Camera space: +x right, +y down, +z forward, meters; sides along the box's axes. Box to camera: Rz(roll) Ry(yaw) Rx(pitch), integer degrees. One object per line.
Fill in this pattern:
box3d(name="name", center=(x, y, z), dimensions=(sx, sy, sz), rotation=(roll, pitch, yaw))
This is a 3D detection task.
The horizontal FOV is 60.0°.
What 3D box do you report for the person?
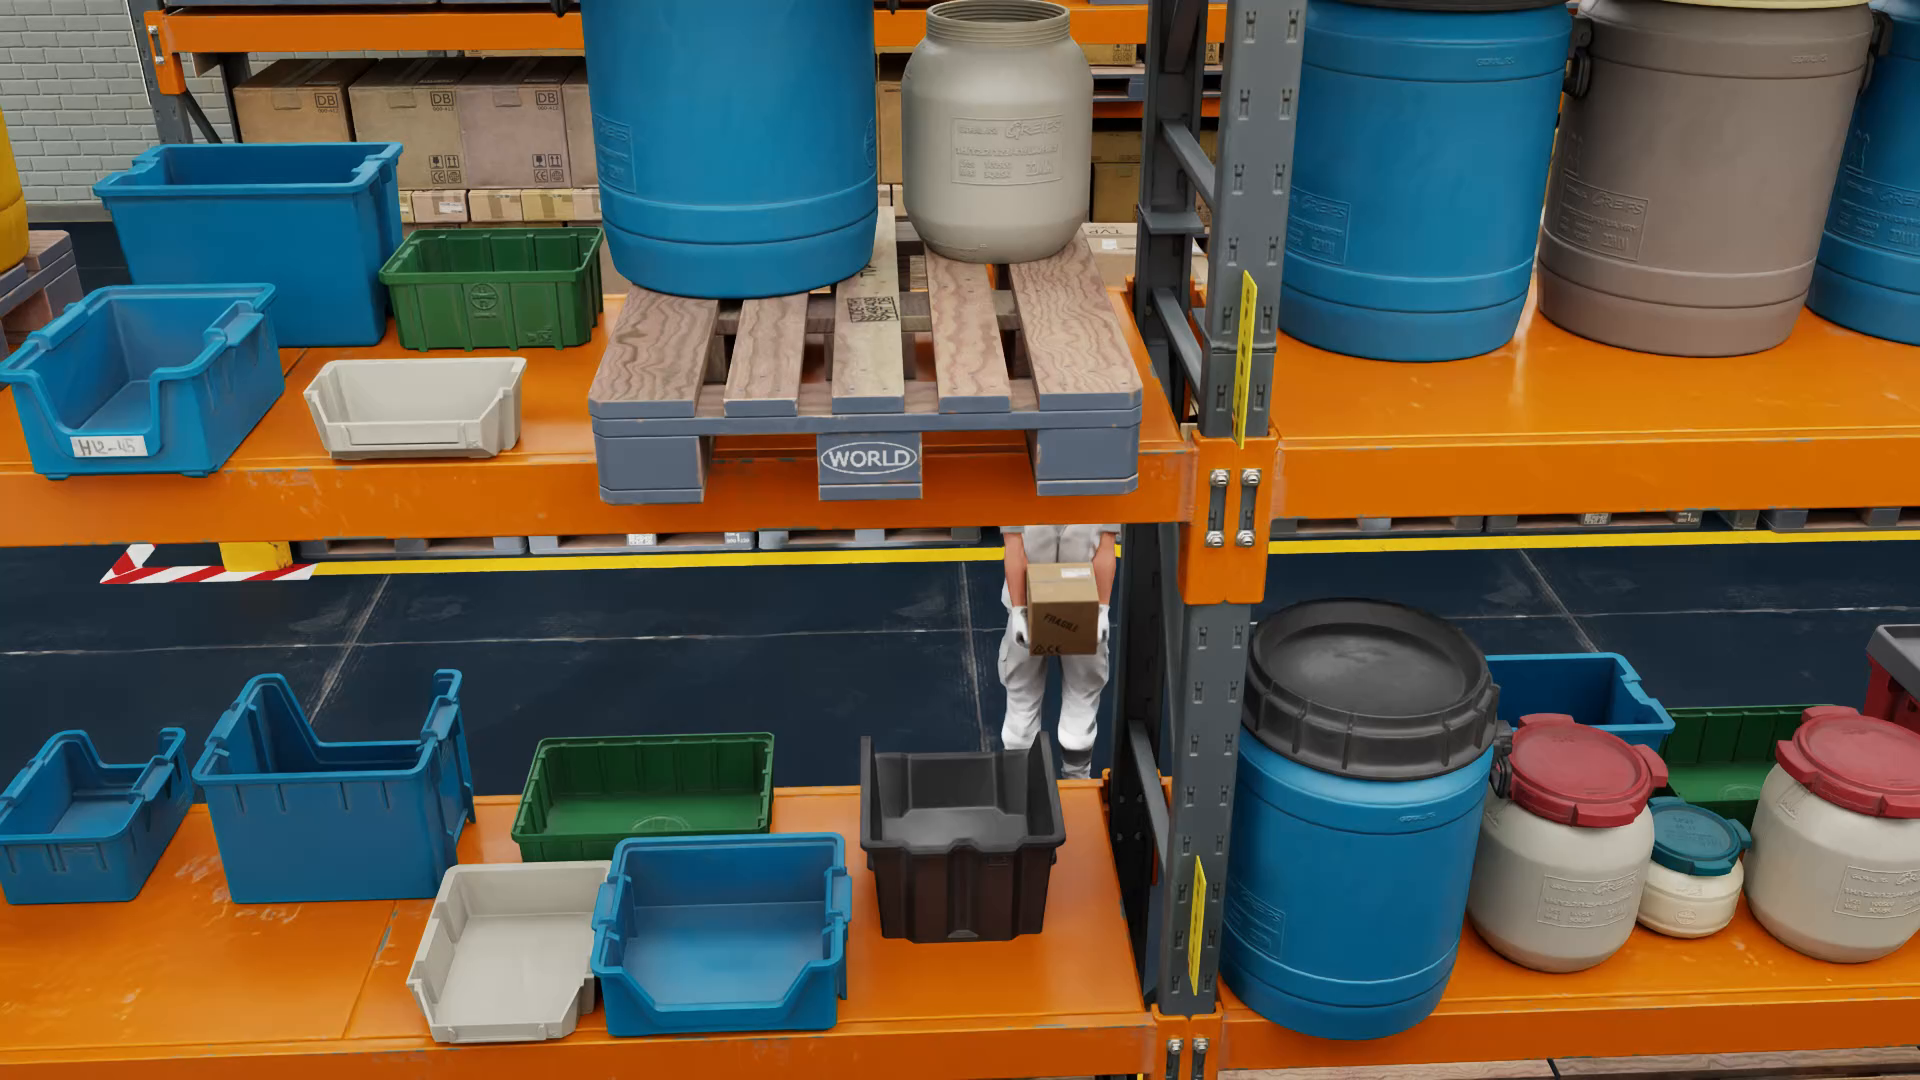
box3d(name="person", center=(0.385, 0.302, 6.516), dimensions=(0.493, 1.782, 0.458), rotation=(-1, 27, -2))
